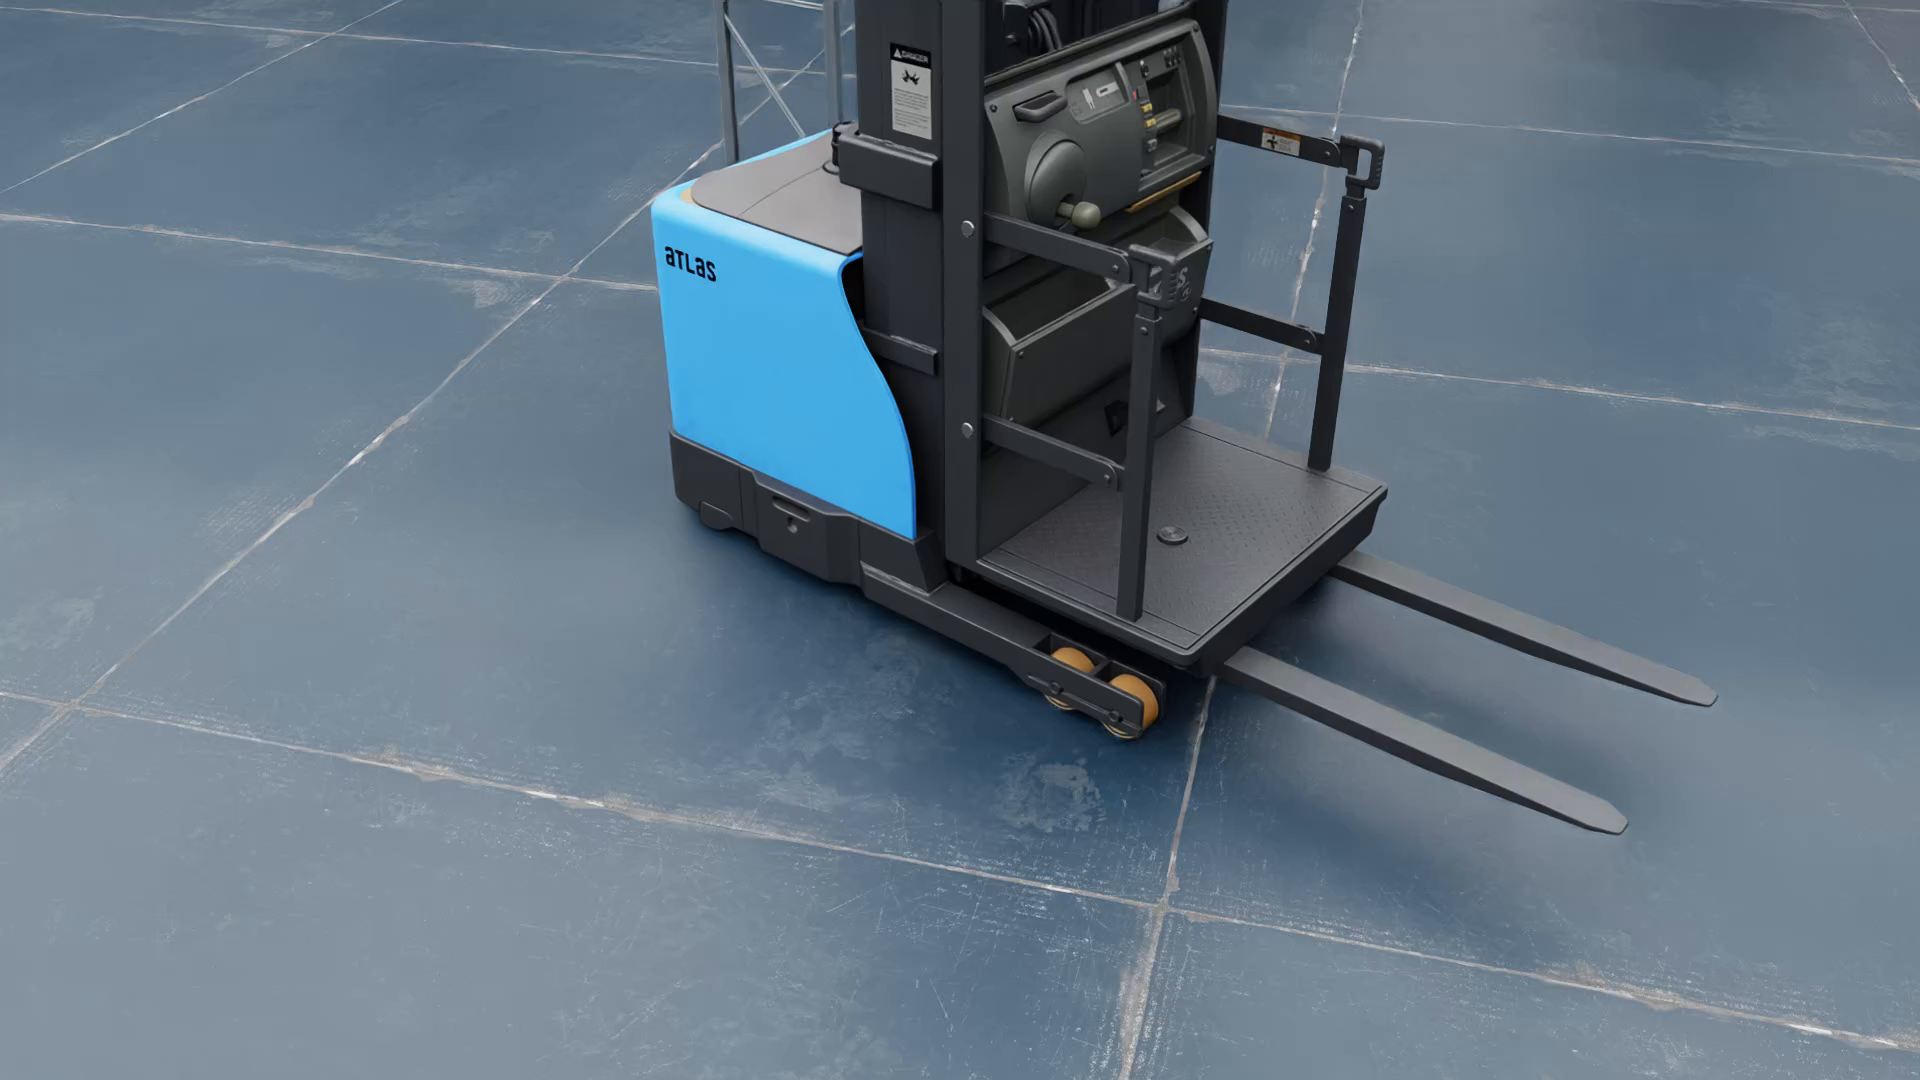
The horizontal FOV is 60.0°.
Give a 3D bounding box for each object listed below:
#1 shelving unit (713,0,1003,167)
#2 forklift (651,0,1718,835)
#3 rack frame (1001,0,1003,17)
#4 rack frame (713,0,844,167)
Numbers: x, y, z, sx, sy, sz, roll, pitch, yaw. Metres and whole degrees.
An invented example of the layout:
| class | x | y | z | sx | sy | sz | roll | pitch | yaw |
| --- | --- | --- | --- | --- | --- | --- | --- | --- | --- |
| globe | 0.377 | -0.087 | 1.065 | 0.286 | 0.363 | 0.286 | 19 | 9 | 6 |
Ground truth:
| class | x | y | z | sx | sy | sz | roll | pitch | yaw |
| --- | --- | --- | --- | --- | --- | --- | --- | --- | --- |
| shelving unit | -0.328 | -1.453 | 6.138 | 0.587 | 1.500 | 1.083 | 19 | 37 | 27 |
| forklift | 0.542 | -1.032 | 4.141 | 3.031 | 2.935 | 1.130 | 24 | 39 | 32 |
| rack frame | -0.061 | -1.679 | 6.494 | 0.500 | 1.500 | 0.032 | 19 | 37 | 27 |
| rack frame | -0.605 | -1.219 | 5.769 | 0.500 | 1.500 | 0.032 | 19 | 37 | 27 |
